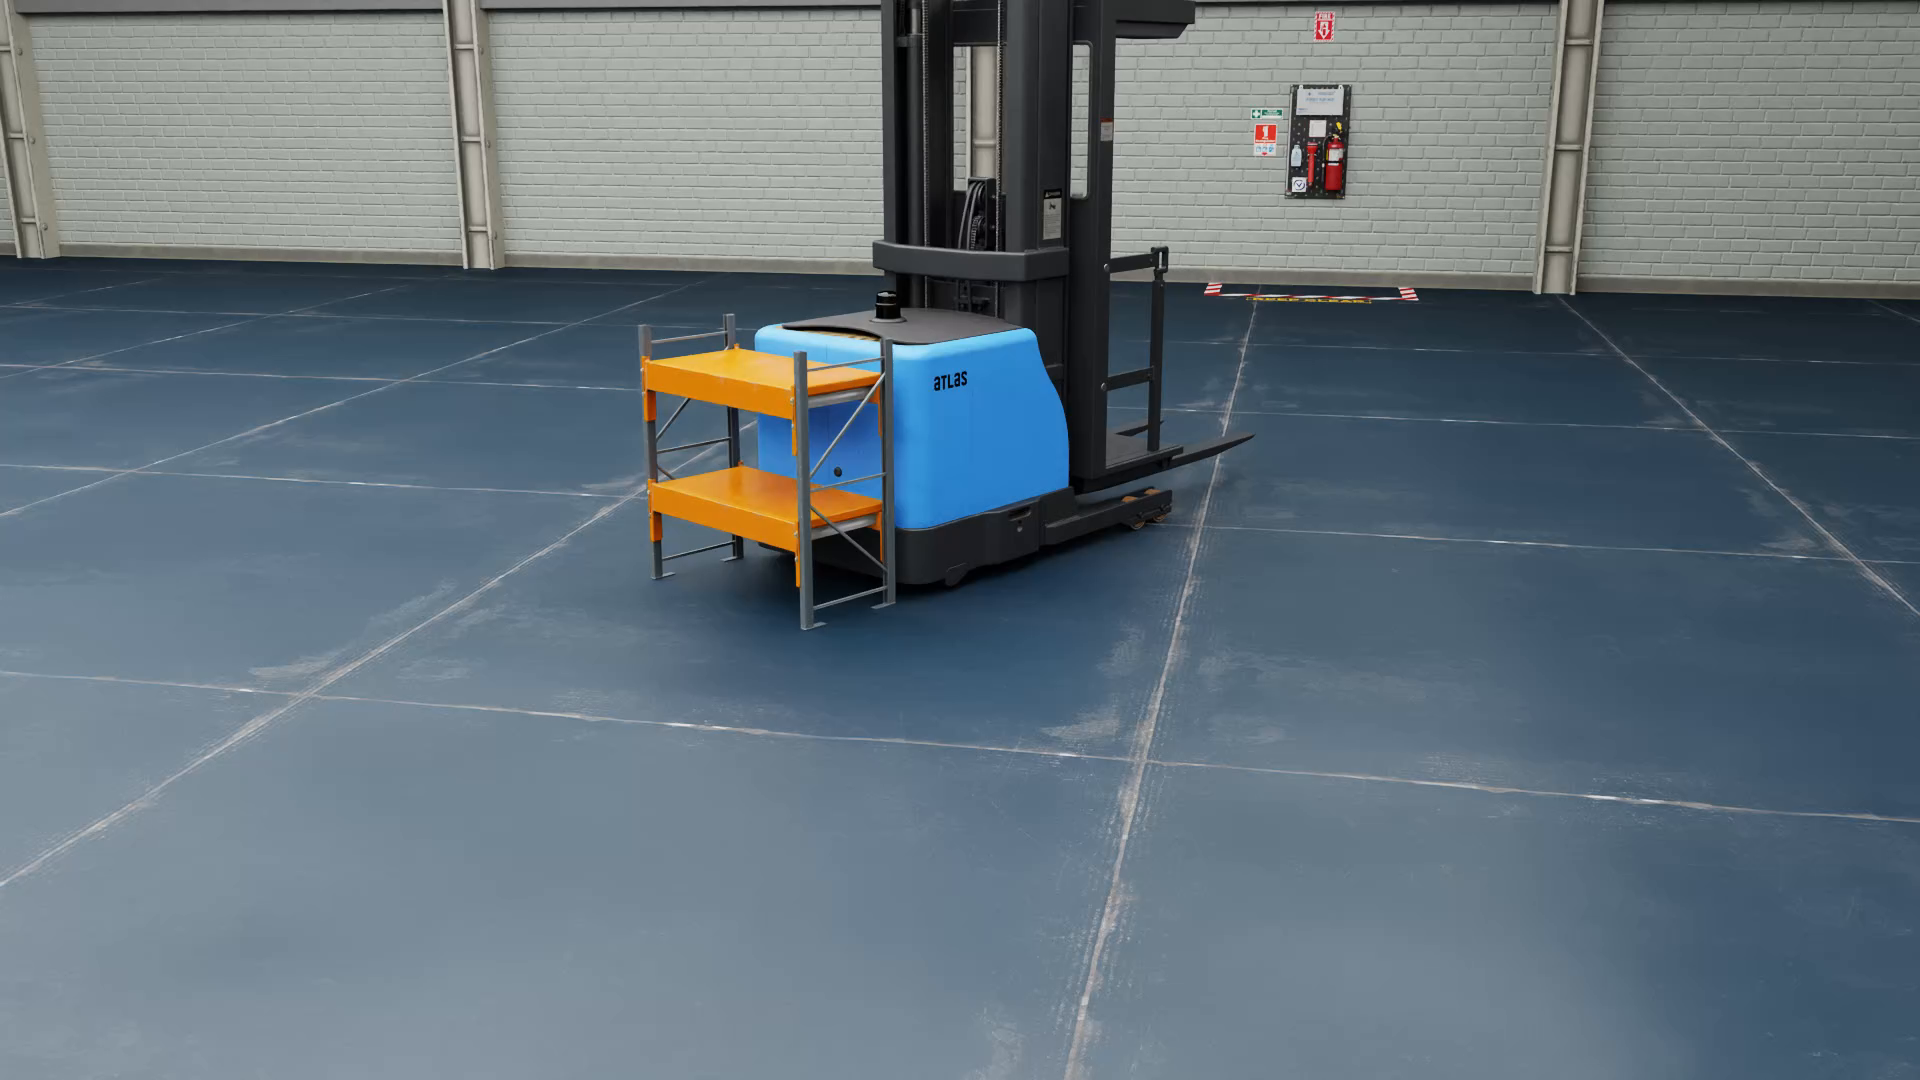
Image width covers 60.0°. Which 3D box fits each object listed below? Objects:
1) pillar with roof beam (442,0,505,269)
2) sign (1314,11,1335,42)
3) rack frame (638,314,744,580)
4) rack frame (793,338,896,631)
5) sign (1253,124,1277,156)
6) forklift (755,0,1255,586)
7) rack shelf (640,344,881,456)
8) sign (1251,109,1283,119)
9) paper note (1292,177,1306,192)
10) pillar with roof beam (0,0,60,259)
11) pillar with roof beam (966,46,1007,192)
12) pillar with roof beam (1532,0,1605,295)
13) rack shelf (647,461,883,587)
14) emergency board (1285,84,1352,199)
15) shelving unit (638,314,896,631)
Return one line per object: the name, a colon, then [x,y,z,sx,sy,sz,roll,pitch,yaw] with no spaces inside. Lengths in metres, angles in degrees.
pillar with roof beam: [-6.453,-6.421,14.314,0.400,9.000,9.100,3,16,11]
sign: [3.762,-5.303,17.173,0.199,0.298,0.001,3,16,11]
rack frame: [-1.186,-0.416,7.388,0.032,1.125,0.500,15,21,42]
rack frame: [-0.456,-0.227,6.706,0.032,1.125,0.500,15,21,42]
sign: [3.229,-4.232,17.586,0.234,0.329,0.001,3,16,11]
forklift: [0.411,-1.540,8.062,1.130,2.935,3.031,13,20,39]
rack shelf: [-0.821,-0.604,6.969,1.000,0.278,0.538,15,21,42]
sign: [3.232,-4.485,17.506,0.331,0.109,0.001,3,16,11]
paper note: [3.591,-3.762,17.604,0.142,0.148,0.016,3,16,11]
pillar with roof beam: [-12.332,-6.740,15.467,0.400,9.000,9.100,3,16,11]
pillar with roof beam: [-0.573,-6.102,13.162,0.400,9.000,9.100,3,16,11]
pillar with roof beam: [5.307,-5.782,12.010,0.400,9.000,9.100,3,16,11]
rack shelf: [-0.821,-0.086,7.112,1.000,0.278,0.538,15,21,42]
emergency board: [3.750,-4.159,17.387,0.643,1.169,0.194,3,16,11]
shelving unit: [-0.821,-0.322,7.047,1.048,1.125,0.538,15,21,42]
